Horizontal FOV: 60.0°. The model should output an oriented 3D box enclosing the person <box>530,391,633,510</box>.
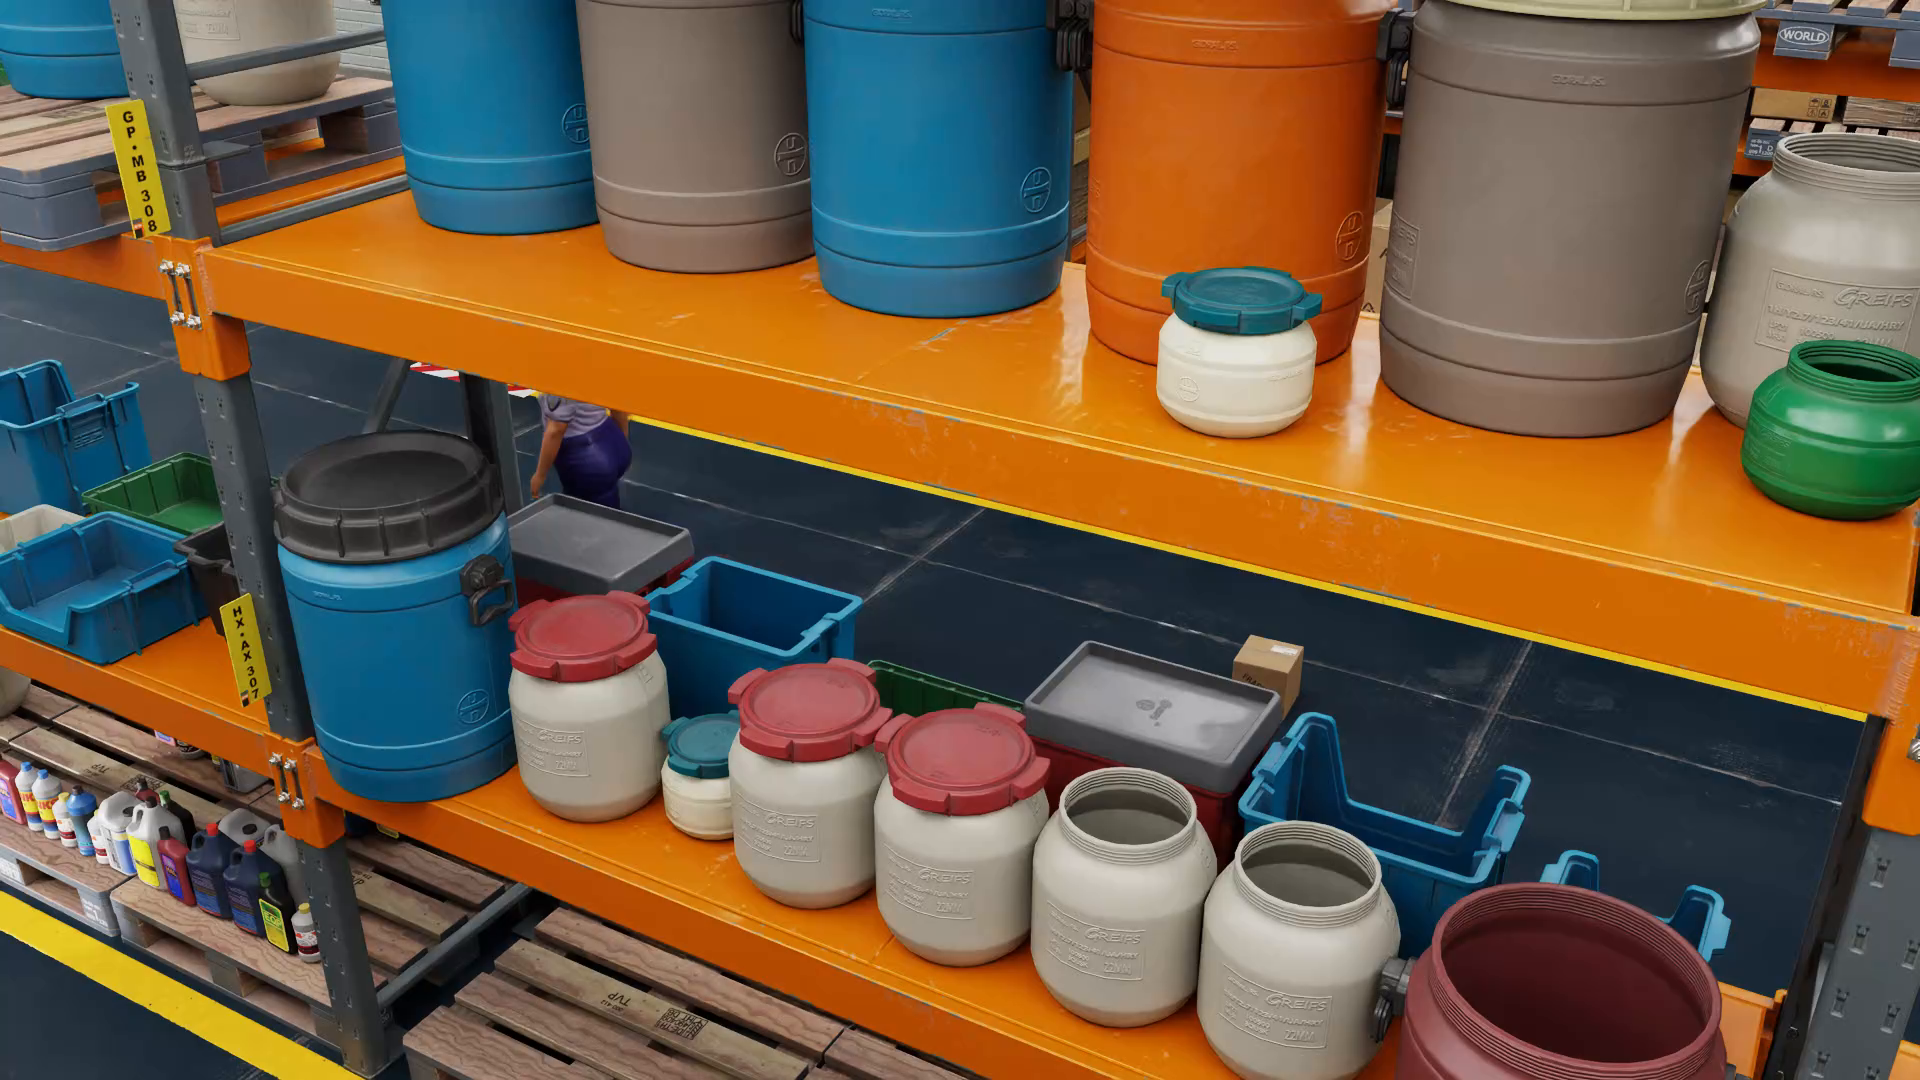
[{"bbox_3d":[-1.792,-0.352,7.878,0.739,1.691,0.542,6,27,12],"label":"person"}]
